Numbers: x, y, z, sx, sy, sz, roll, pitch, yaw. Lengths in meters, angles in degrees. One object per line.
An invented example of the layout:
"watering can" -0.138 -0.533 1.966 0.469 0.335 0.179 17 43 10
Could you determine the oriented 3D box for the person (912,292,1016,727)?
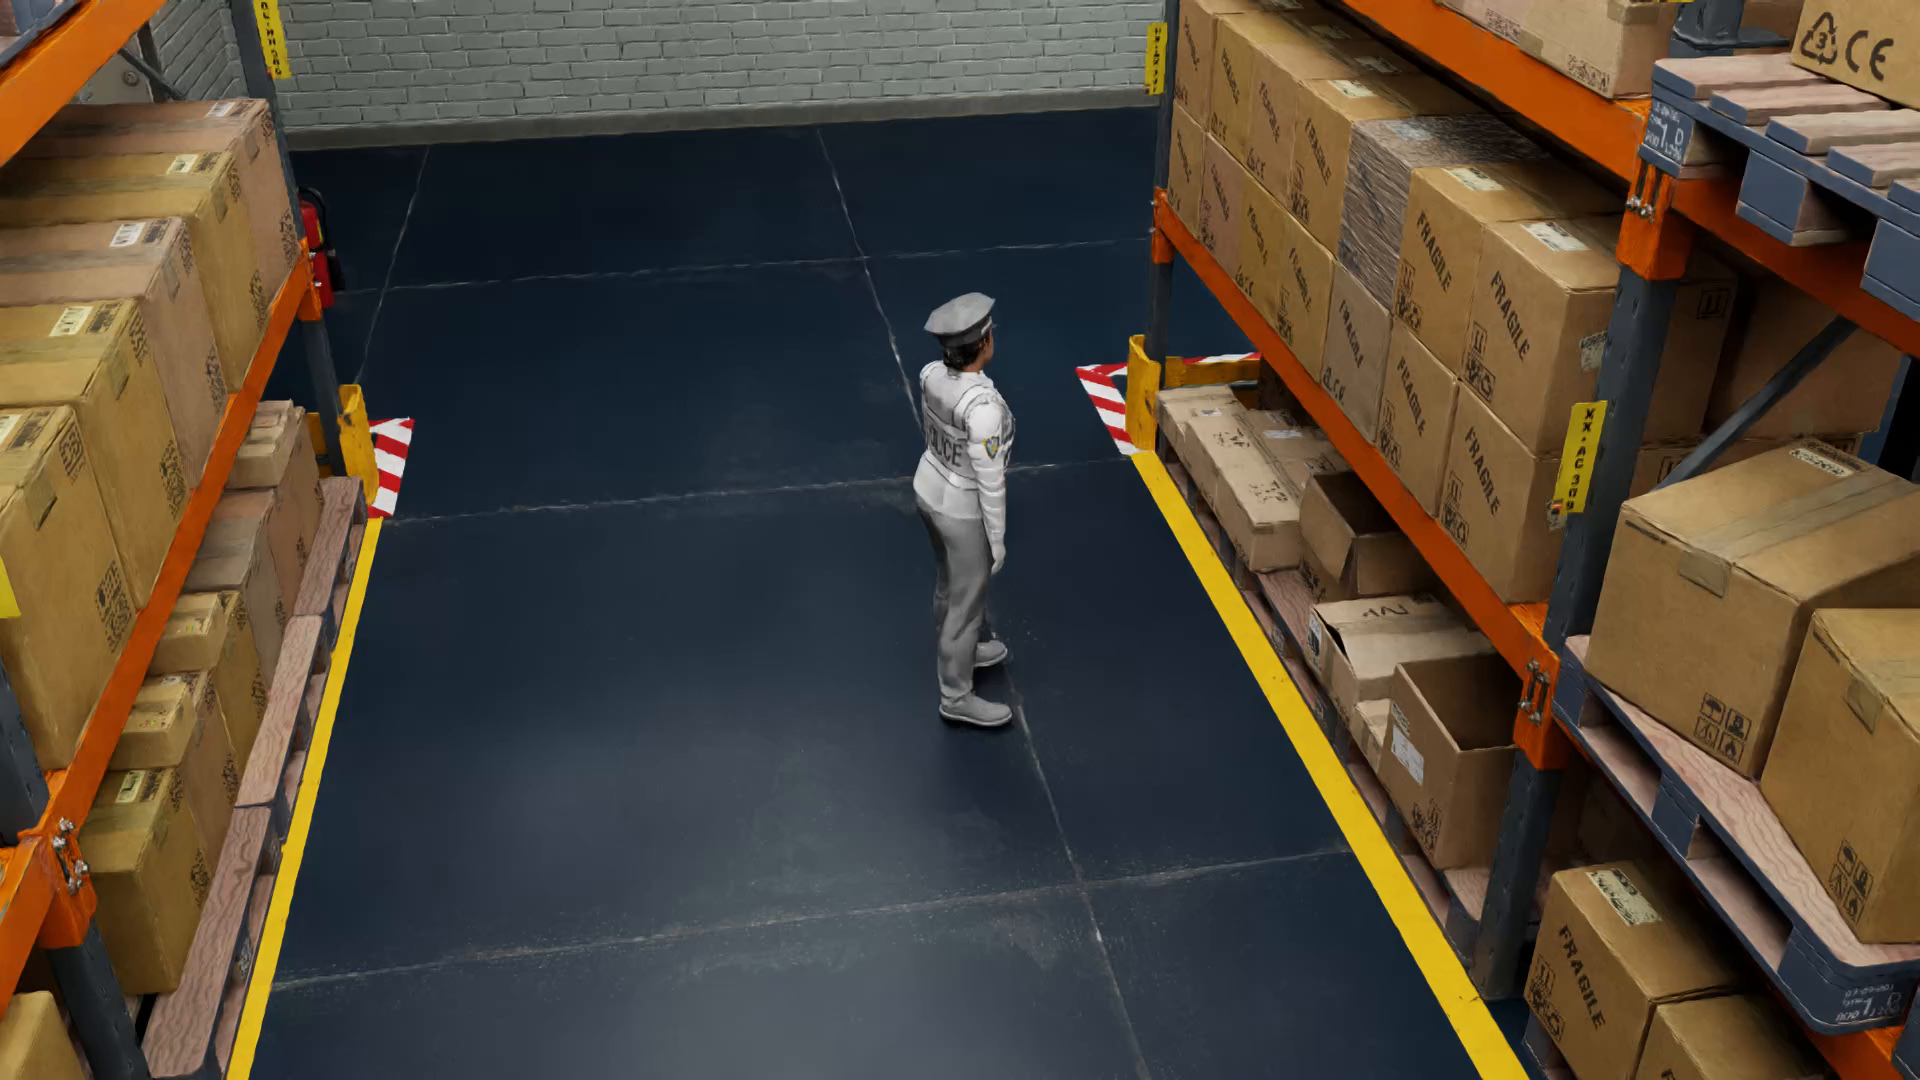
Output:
"person" 0.058 -0.123 6.272 0.430 1.686 0.540 -15 34 -24
